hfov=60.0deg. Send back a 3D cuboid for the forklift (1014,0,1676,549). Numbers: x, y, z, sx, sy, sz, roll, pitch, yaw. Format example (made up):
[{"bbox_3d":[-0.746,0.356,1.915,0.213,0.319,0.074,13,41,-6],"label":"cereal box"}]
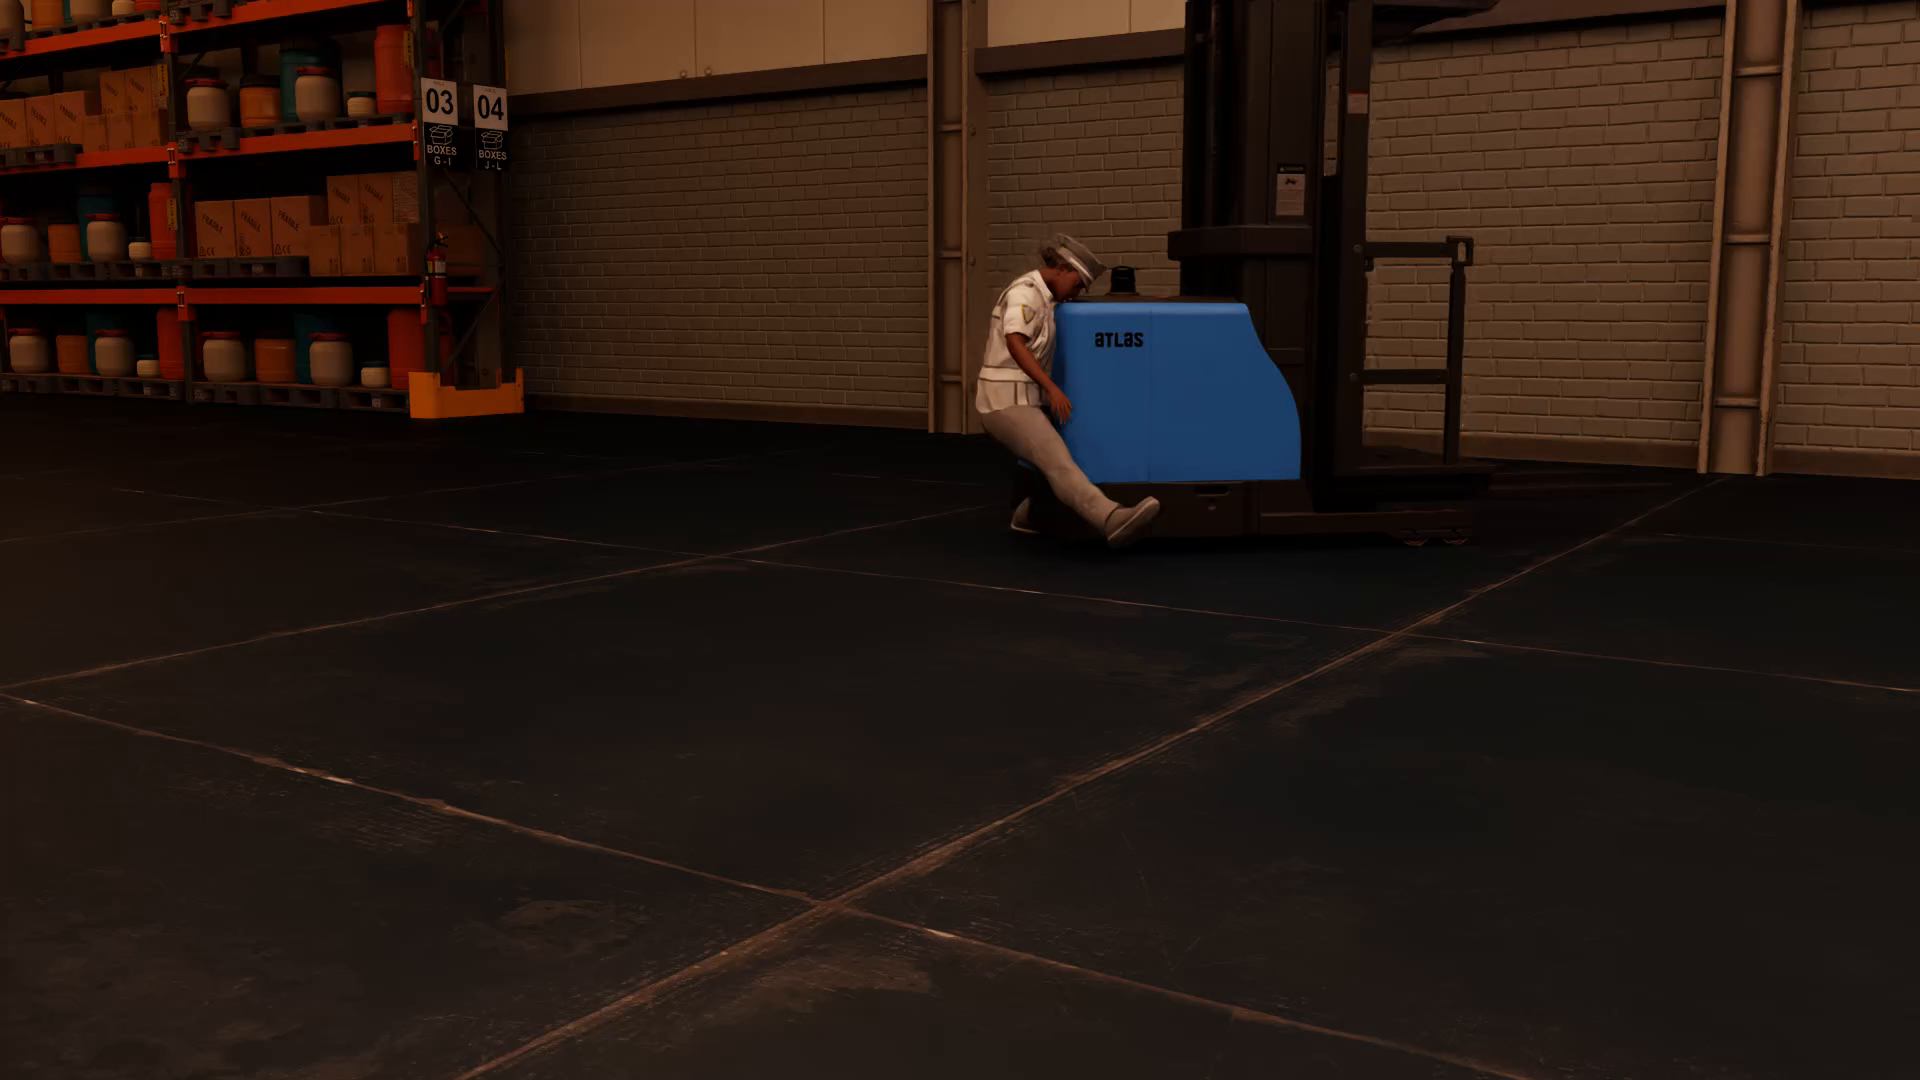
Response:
[{"bbox_3d":[1.829,-1.492,7.687,3.031,2.935,1.130,-2,8,-11],"label":"forklift"}]

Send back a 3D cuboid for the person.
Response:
[{"bbox_3d":[0.538,-0.616,7.189,1.103,1.385,0.970,5,9,31],"label":"person"}]
